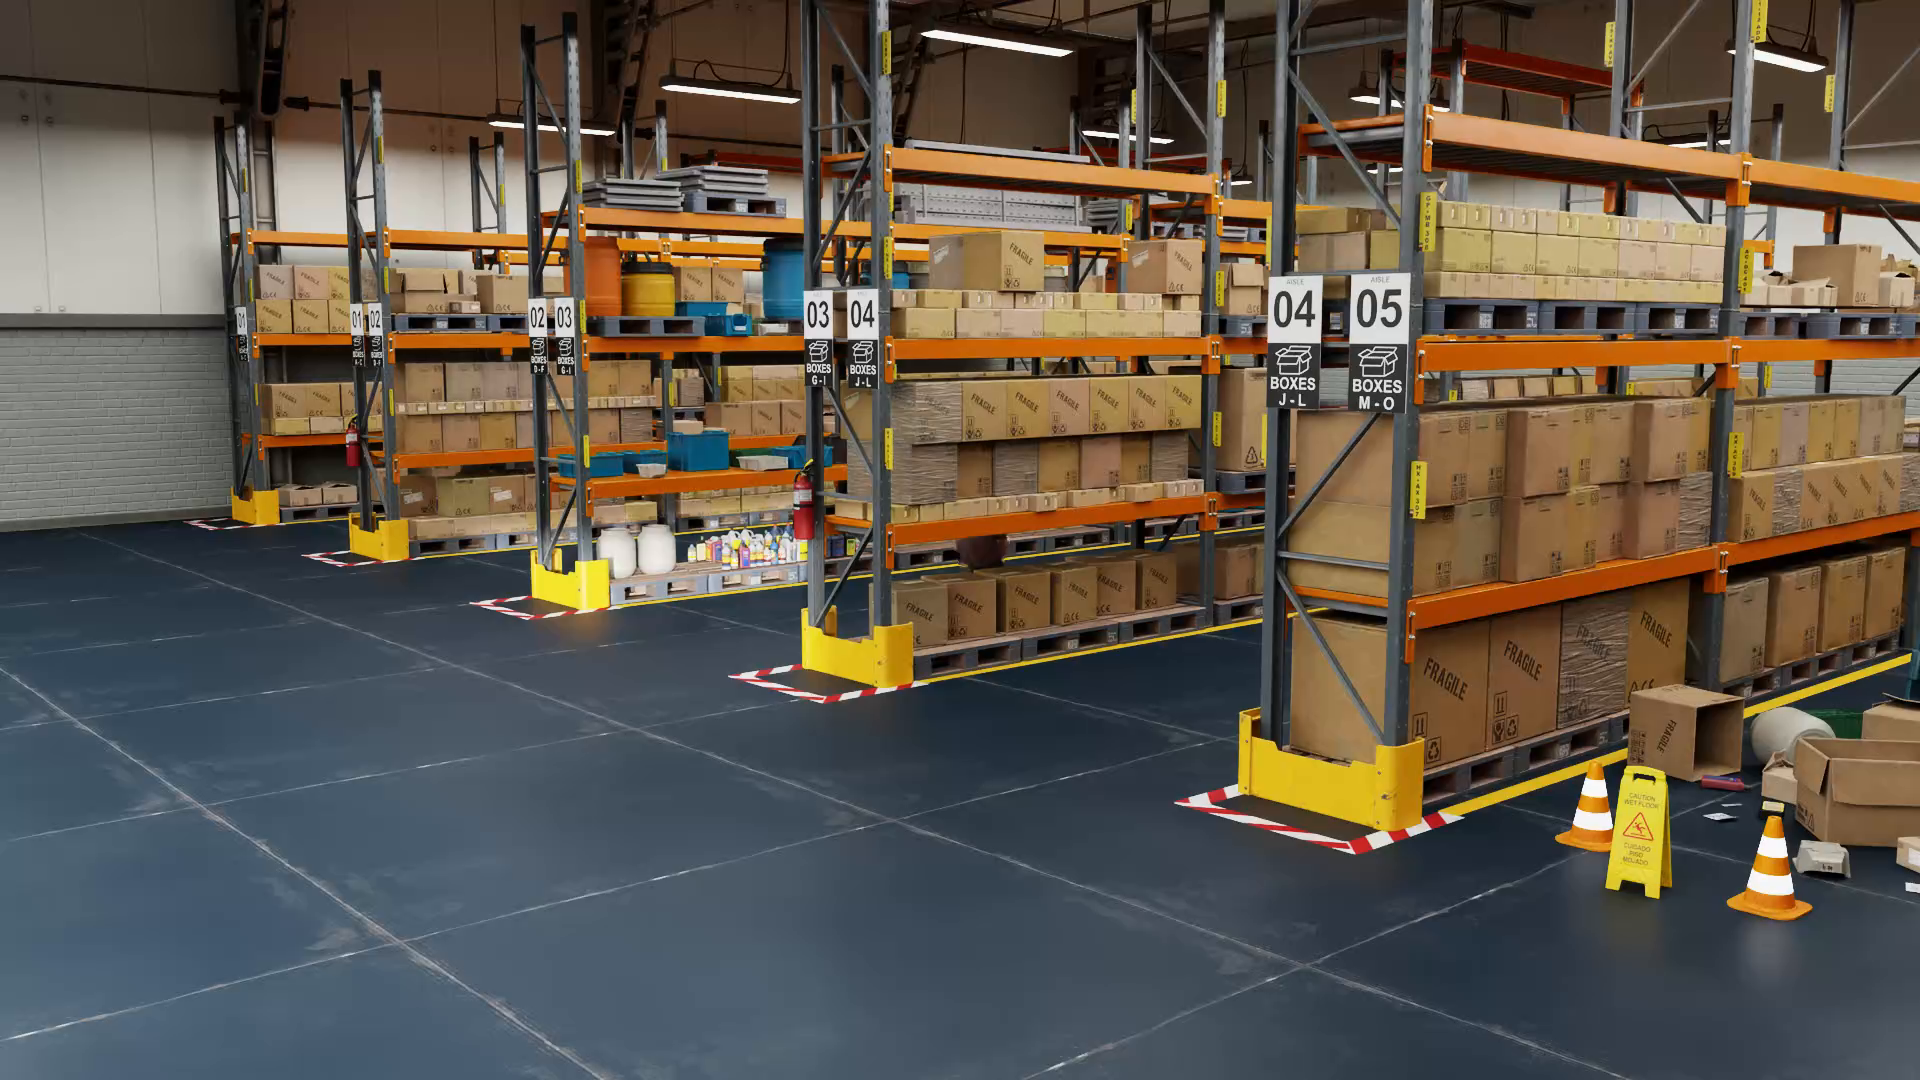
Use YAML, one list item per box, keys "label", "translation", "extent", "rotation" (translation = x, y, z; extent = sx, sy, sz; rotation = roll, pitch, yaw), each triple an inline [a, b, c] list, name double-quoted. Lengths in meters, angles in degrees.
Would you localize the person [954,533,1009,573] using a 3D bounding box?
- label: "person"
  translation: [0.189, -0.019, 16.555]
  extent: [0.523, 1.643, 0.611]
  rotation: [-6, 9, -39]
